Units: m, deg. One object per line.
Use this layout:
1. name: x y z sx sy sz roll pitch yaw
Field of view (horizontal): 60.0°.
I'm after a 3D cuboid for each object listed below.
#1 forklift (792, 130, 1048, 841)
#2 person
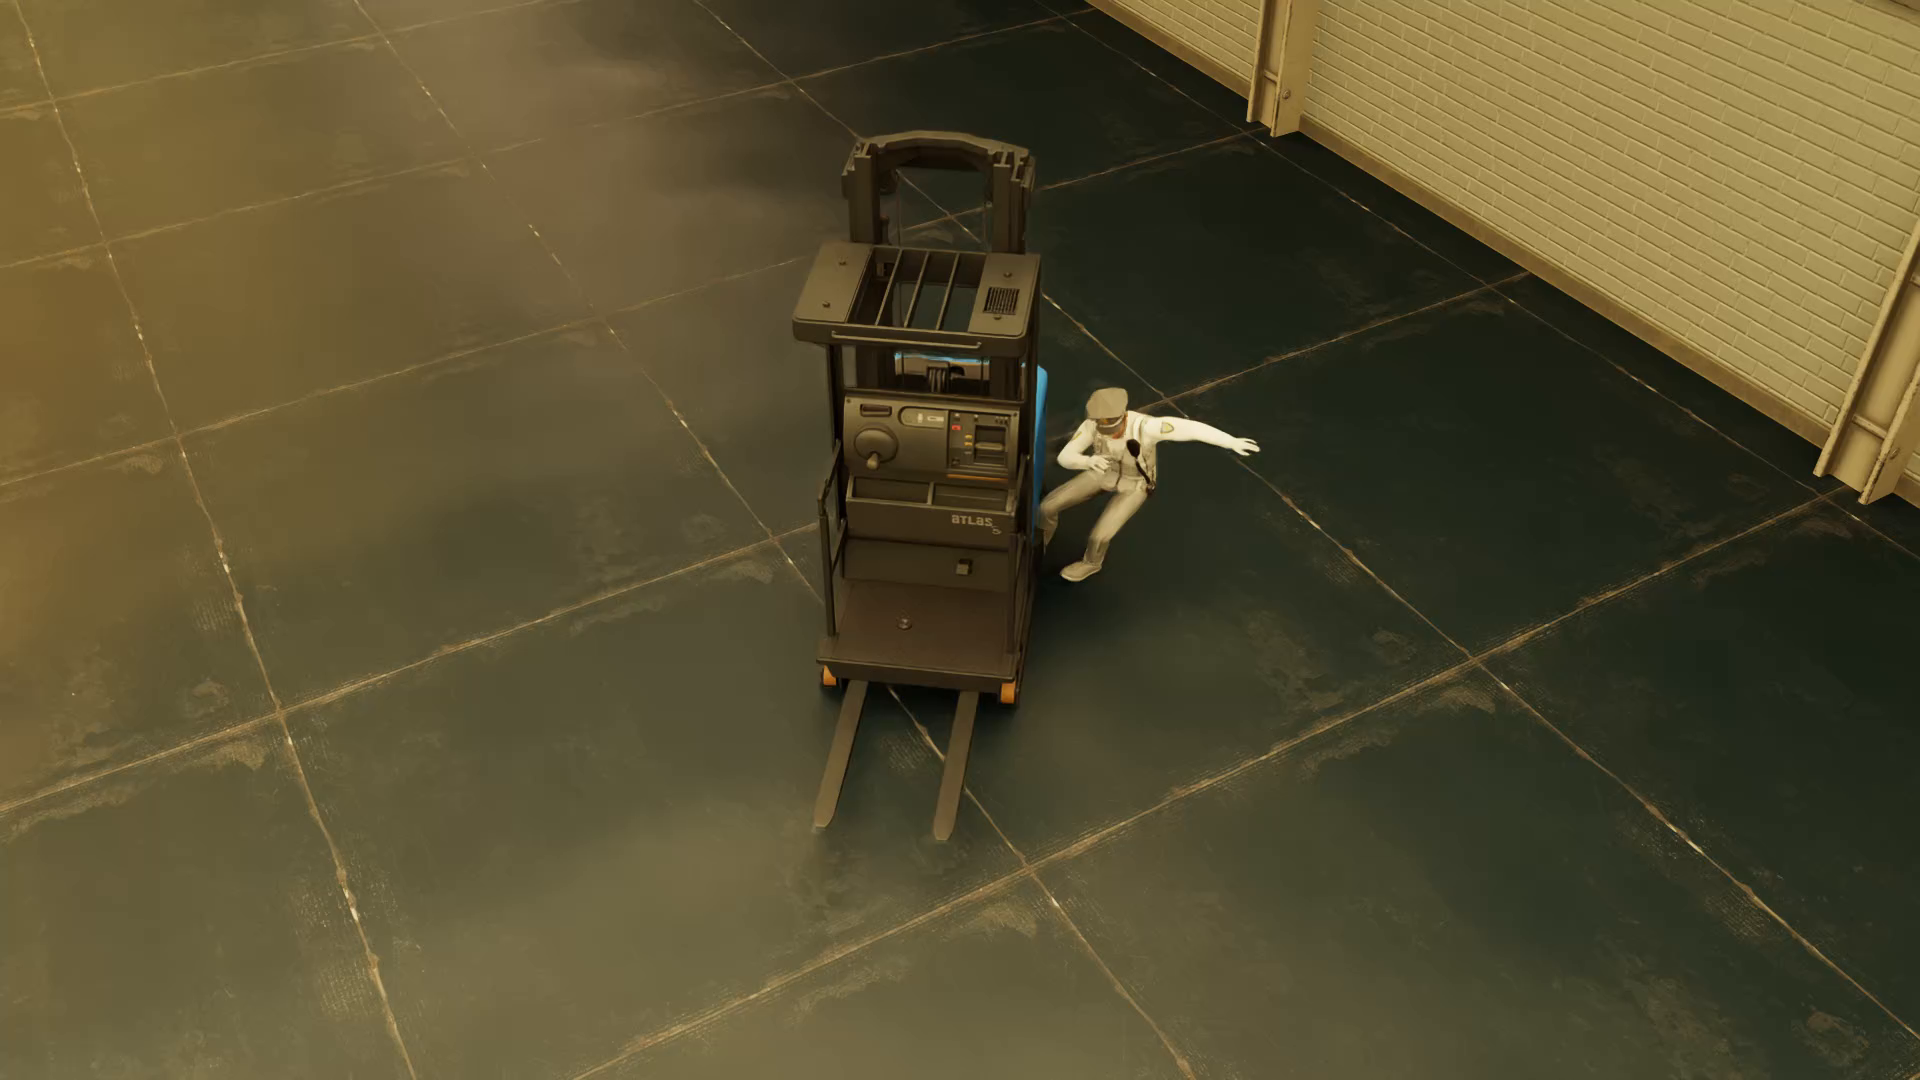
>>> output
1. forklift: -0.181 -0.461 8.592 1.130 2.935 3.031 5 40 6
2. person: 0.968 -0.258 9.603 1.394 1.369 0.690 20 43 22
